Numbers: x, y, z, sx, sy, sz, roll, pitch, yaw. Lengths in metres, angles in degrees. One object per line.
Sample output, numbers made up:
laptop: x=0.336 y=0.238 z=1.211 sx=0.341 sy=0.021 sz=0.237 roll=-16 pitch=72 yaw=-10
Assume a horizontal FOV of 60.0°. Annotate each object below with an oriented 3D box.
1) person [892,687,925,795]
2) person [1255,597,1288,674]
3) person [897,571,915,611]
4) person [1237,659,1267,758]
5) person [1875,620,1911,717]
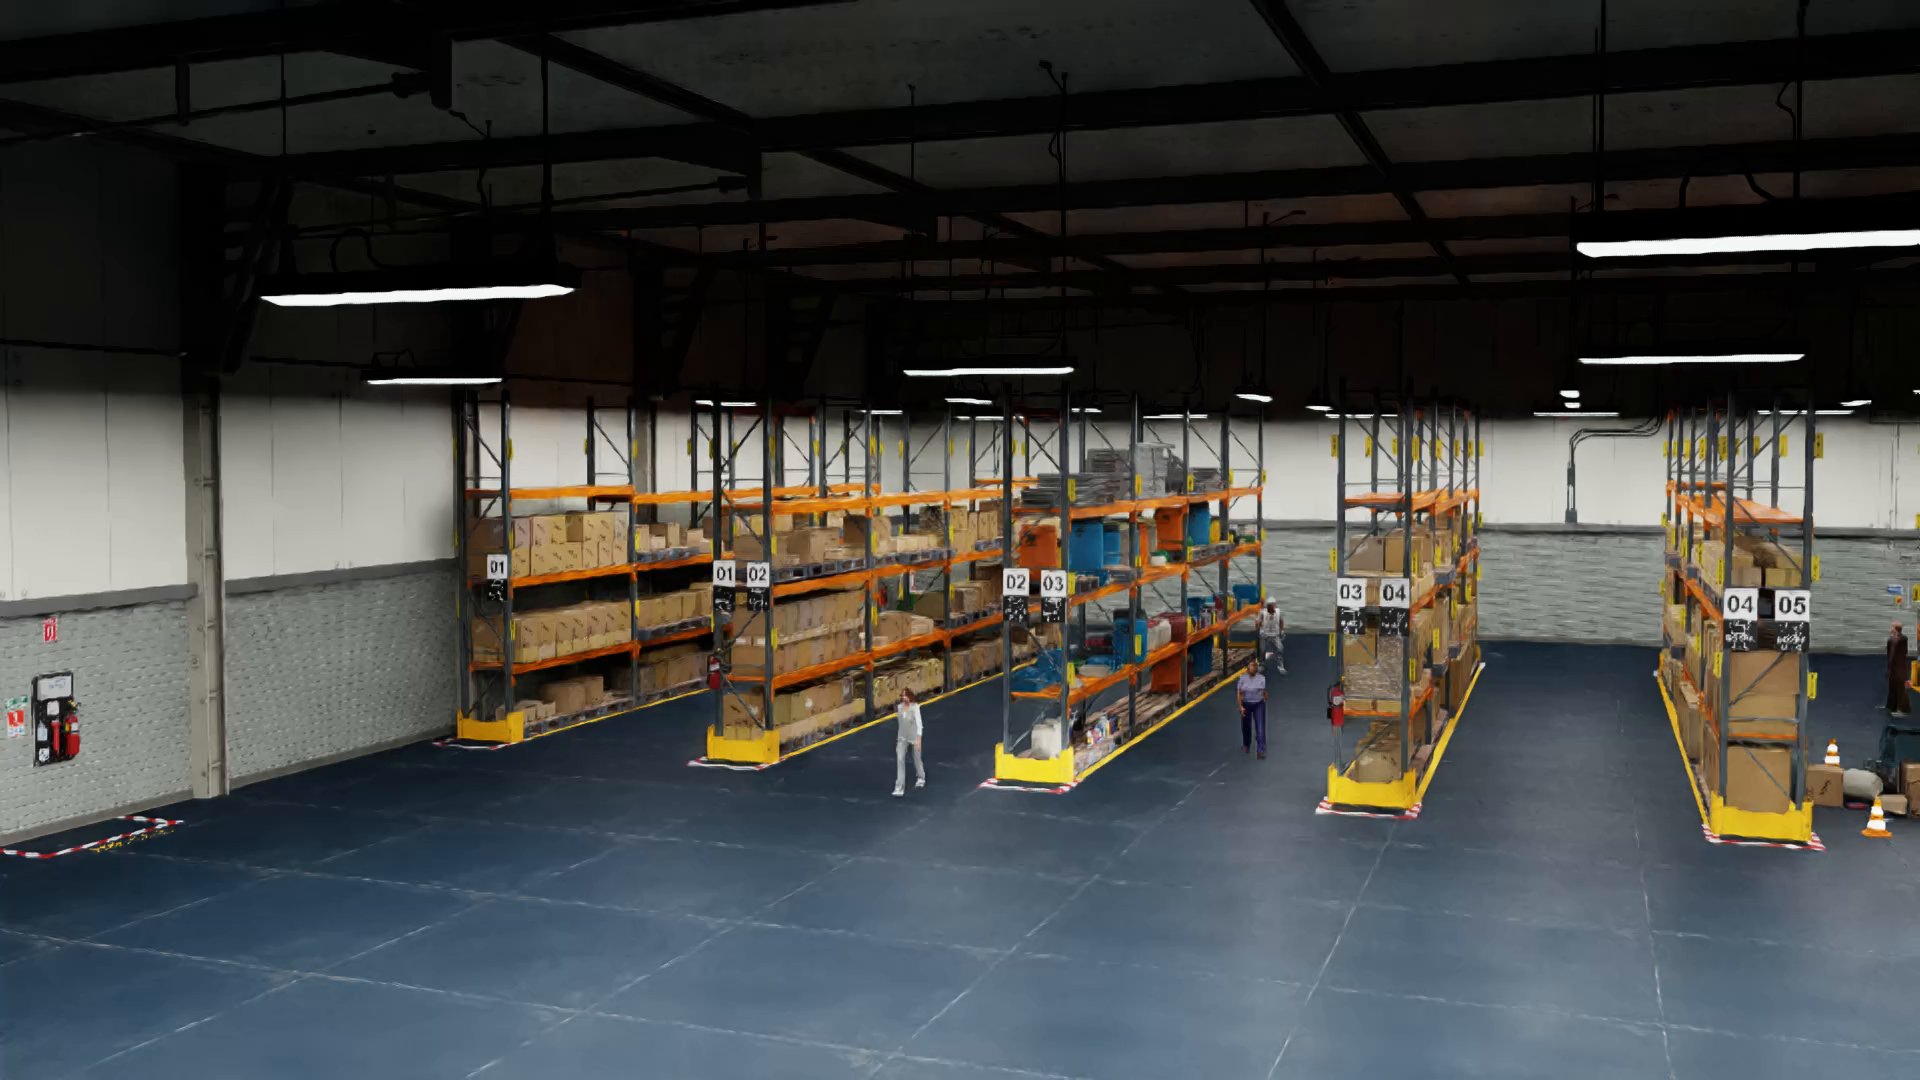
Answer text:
person: x=-0.721 y=2.891 z=24.164 sx=0.420 sy=1.540 sz=0.948 roll=1 pitch=3 yaw=19
person: x=6.885 y=2.103 z=36.897 sx=0.706 sy=1.714 sz=0.824 roll=0 pitch=3 yaw=3
person: x=-1.607 y=1.511 z=47.350 sx=0.723 sy=1.783 sz=0.500 roll=-2 pitch=4 yaw=-29
person: x=4.730 y=2.713 z=26.977 sx=0.478 sy=1.580 sz=1.000 roll=1 pitch=3 yaw=12
person: x=17.473 y=2.383 z=31.104 sx=0.653 sy=1.771 sz=0.697 roll=3 pitch=4 yaw=39
